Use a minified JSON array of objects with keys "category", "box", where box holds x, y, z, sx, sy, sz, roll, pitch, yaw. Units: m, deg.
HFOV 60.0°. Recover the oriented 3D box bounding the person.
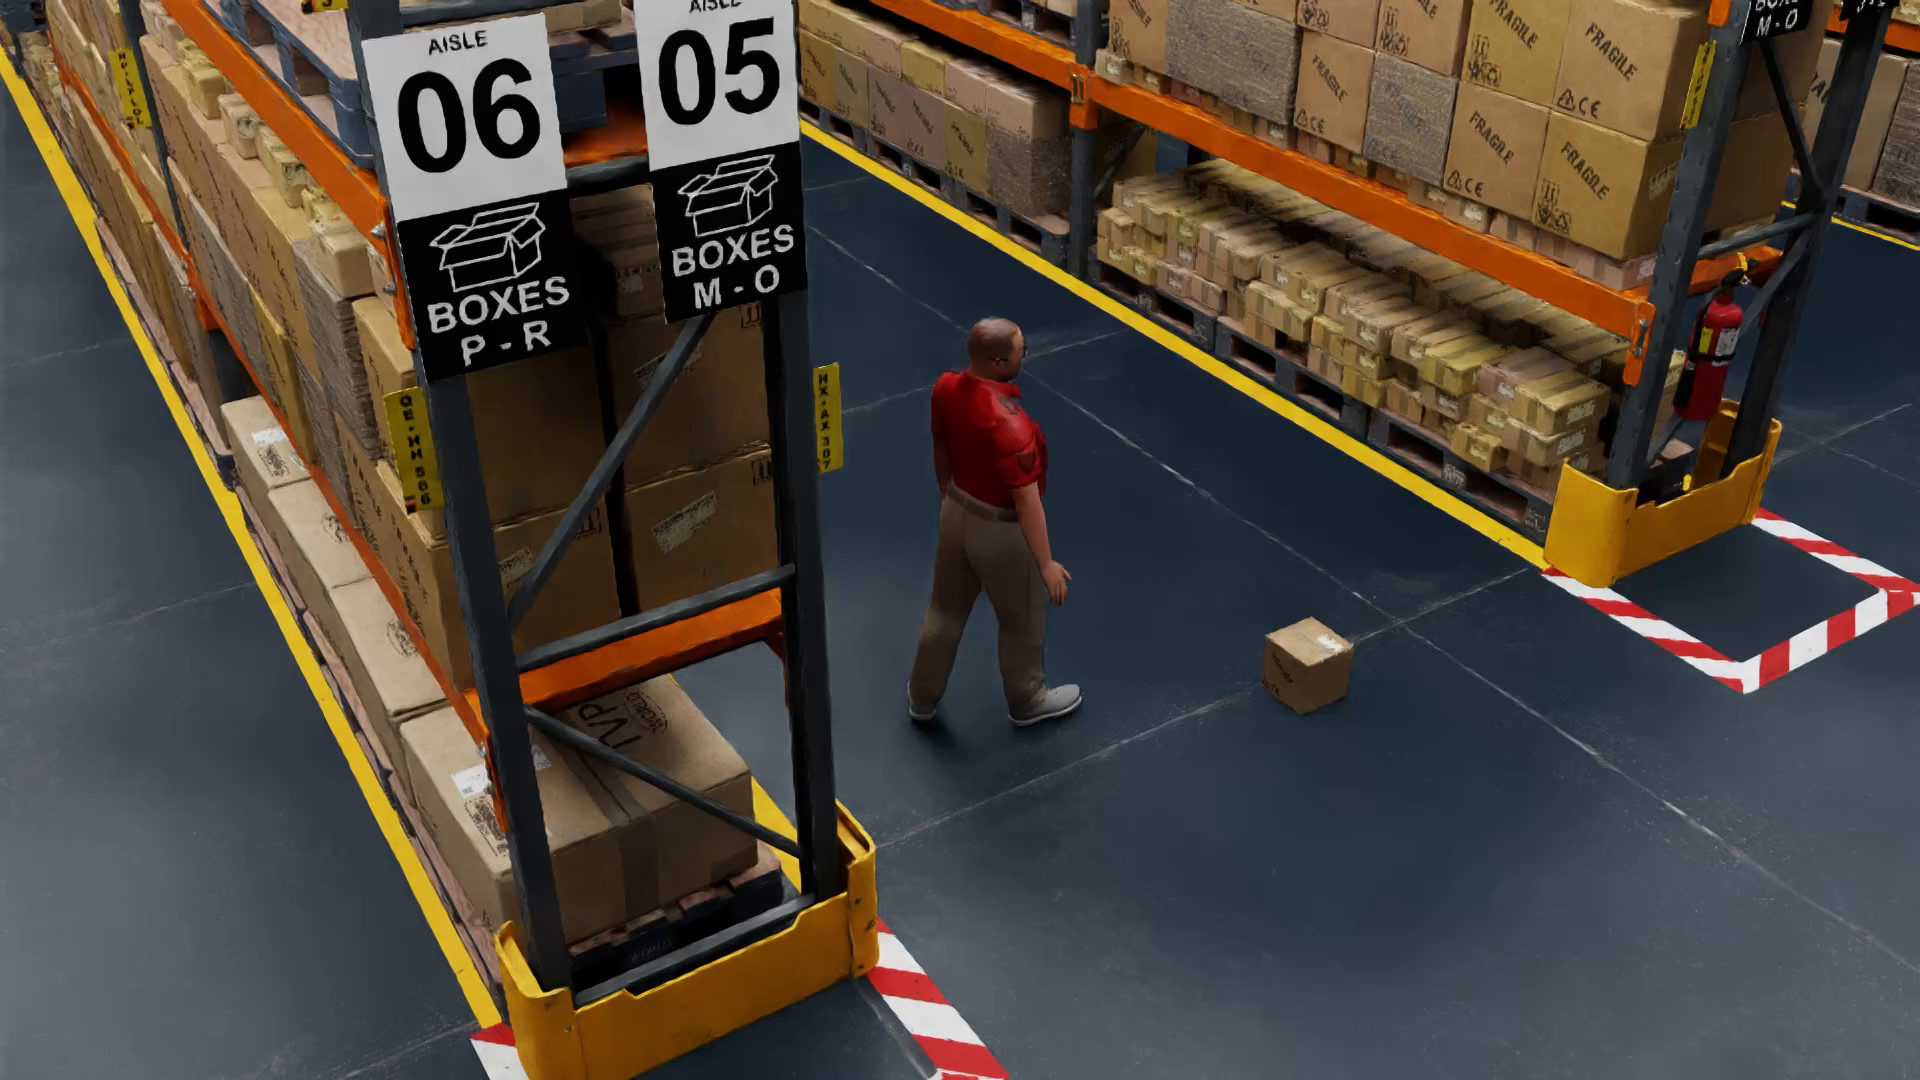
[{"category":"person","box":[0.162,-0.038,6.196,0.620,1.716,0.750,-23,39,-32]}]
